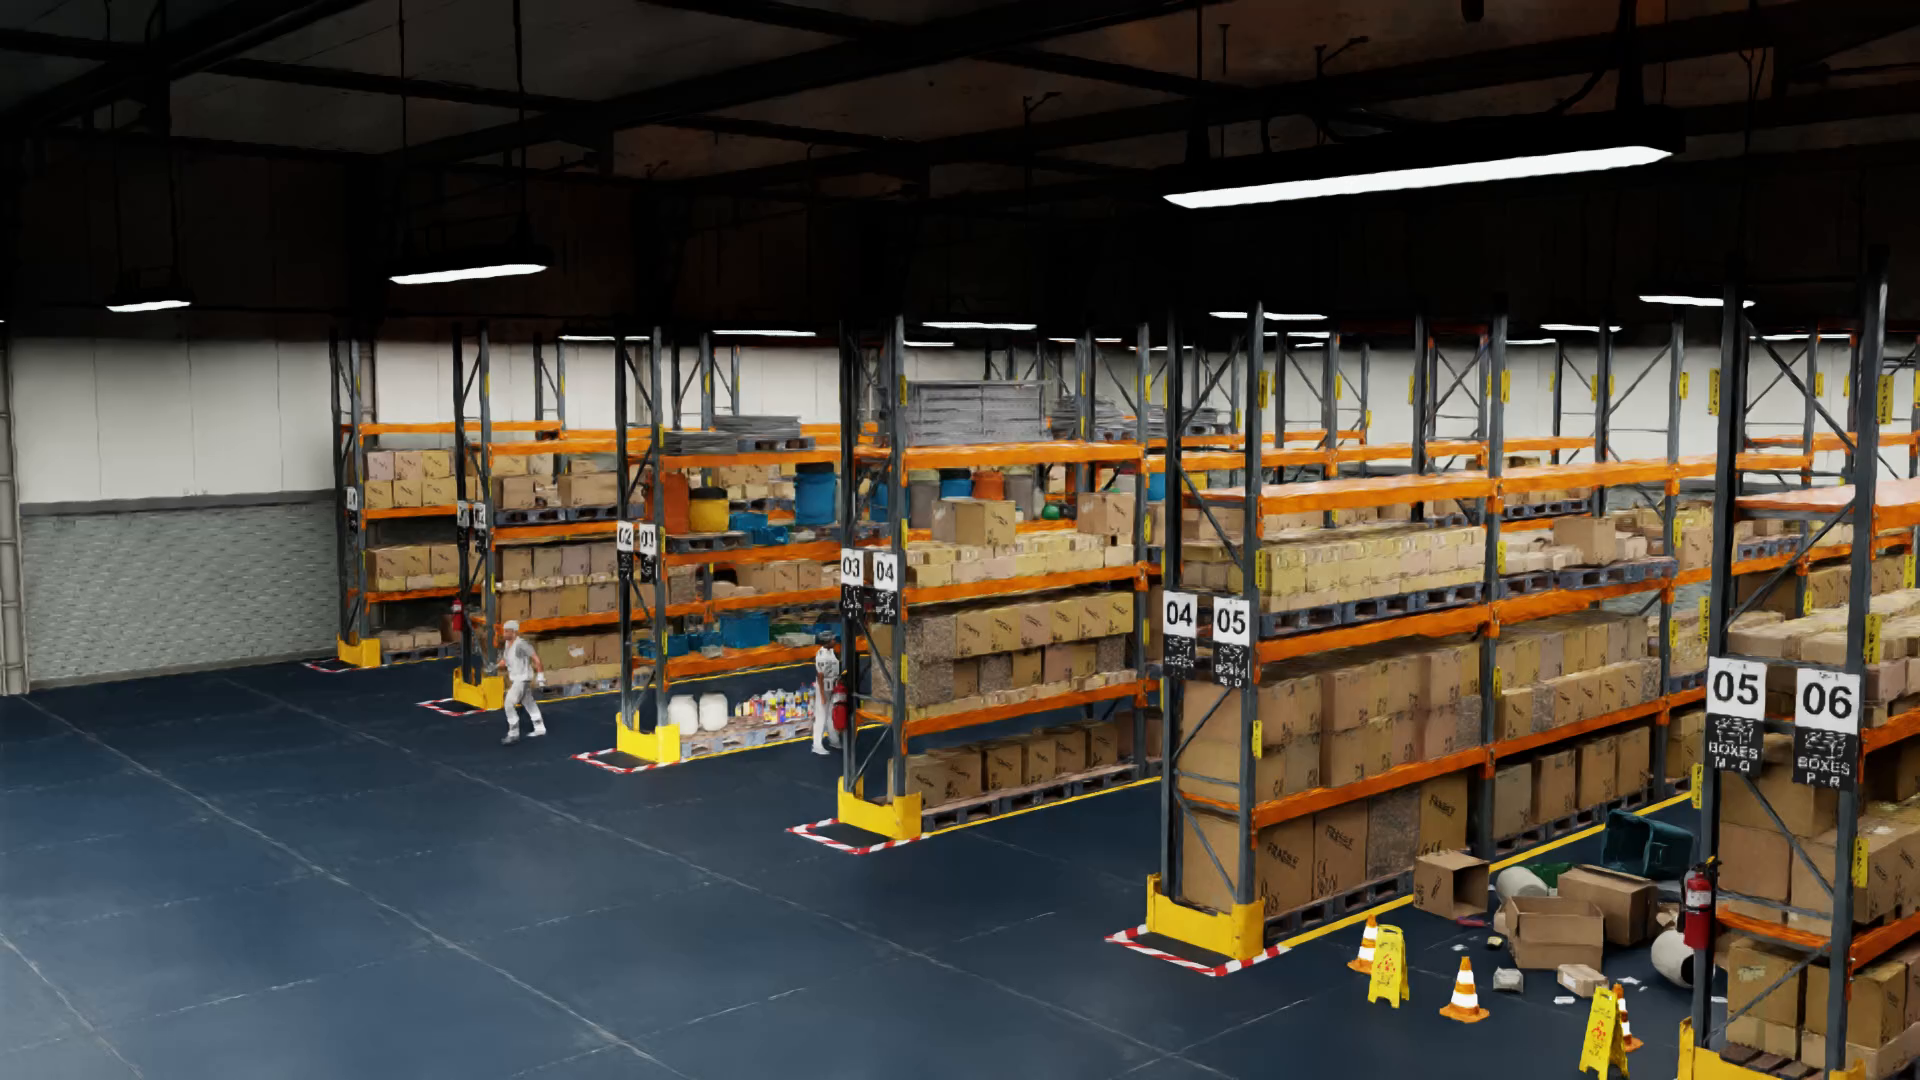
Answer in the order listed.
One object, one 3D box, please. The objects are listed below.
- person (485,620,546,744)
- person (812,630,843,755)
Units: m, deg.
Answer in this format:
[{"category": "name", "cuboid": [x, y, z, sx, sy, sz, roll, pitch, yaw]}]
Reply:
[{"category": "person", "cuboid": [-6.255, 1.976, 23.581, 0.835, 1.722, 0.695, -4, 7, -37]}, {"category": "person", "cuboid": [-1.789, 2.071, 22.804, 0.414, 1.678, 0.507, 2, 6, 18]}]
